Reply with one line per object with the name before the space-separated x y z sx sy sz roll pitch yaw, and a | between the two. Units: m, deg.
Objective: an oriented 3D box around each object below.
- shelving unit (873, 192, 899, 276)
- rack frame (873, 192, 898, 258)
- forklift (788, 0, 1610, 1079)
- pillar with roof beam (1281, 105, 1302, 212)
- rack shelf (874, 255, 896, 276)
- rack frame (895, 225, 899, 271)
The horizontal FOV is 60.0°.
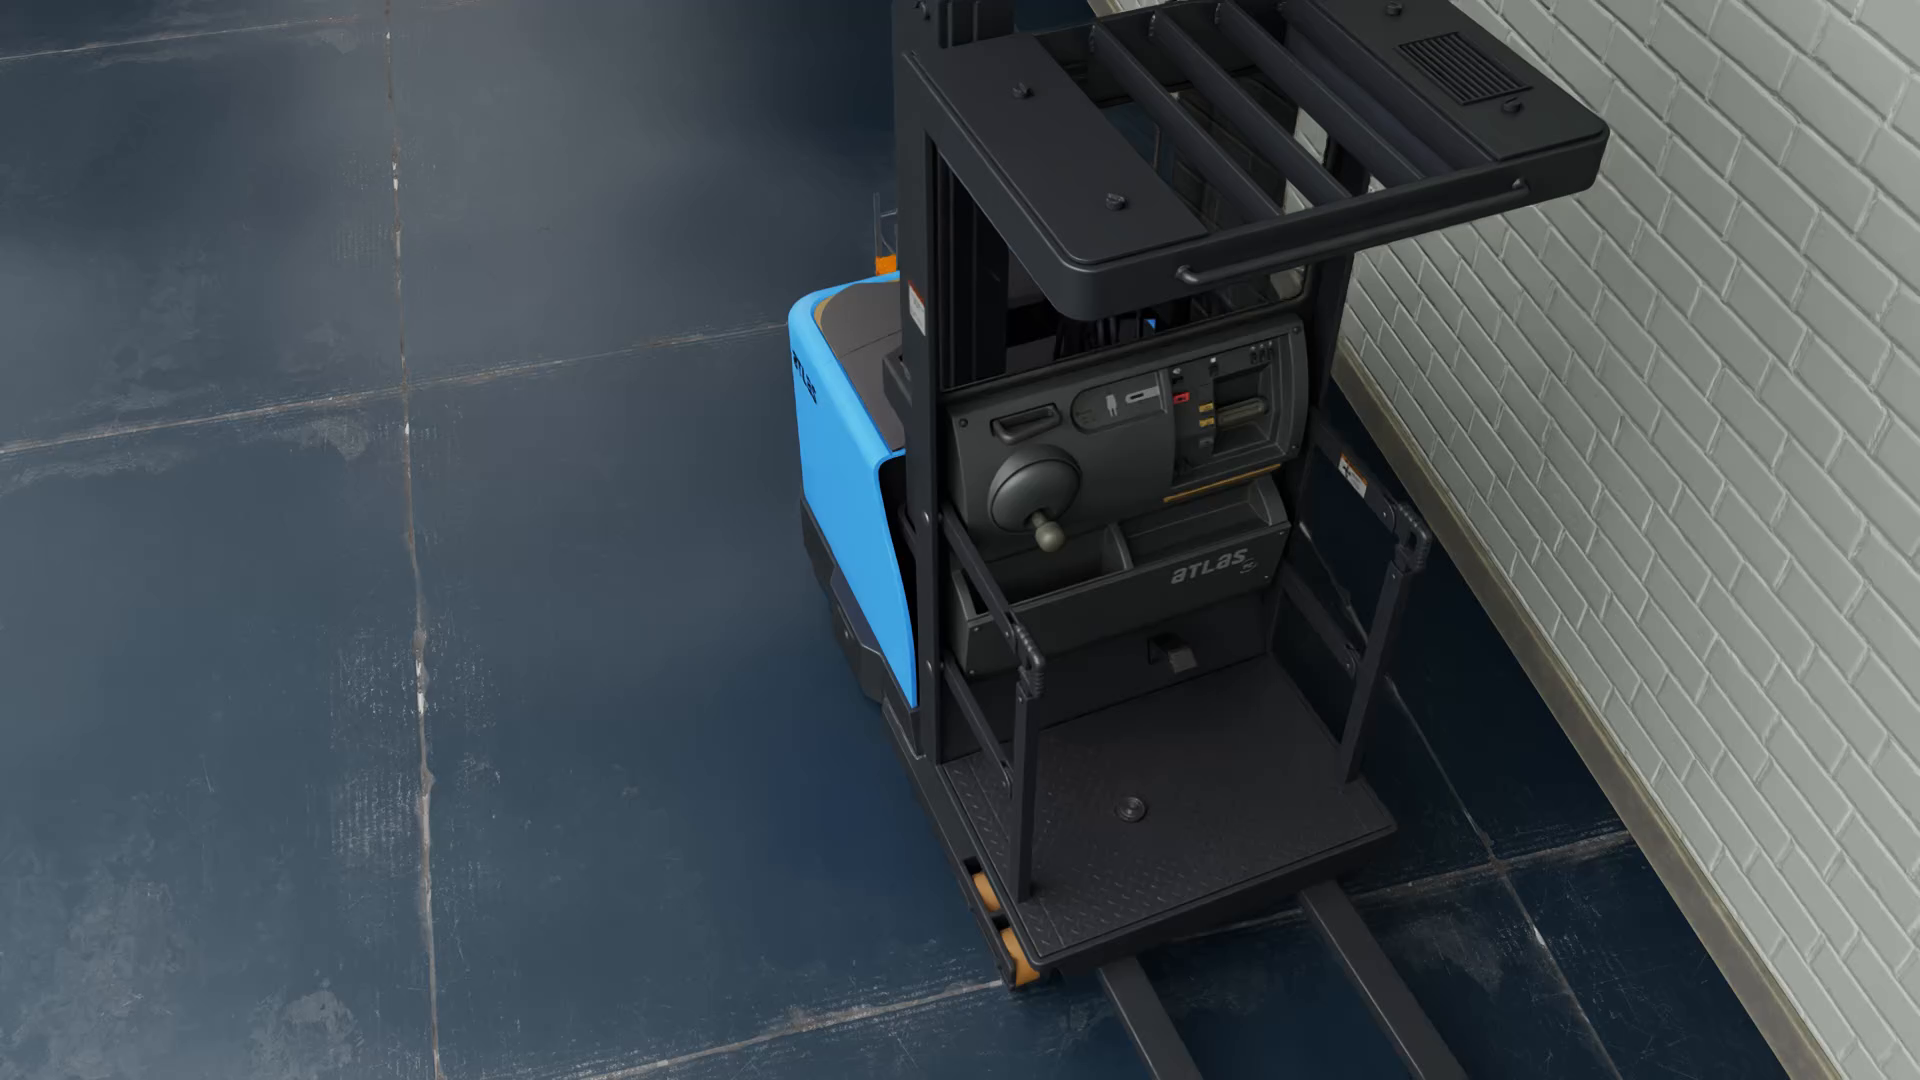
shelving unit | -0.120 -0.616 5.514 0.258 1.200 0.189 -17 48 -16
rack frame | -0.155 -0.677 5.573 0.240 1.200 0.006 -17 48 -16
forklift | 0.507 -0.161 3.856 1.130 2.935 3.031 -17 48 -16
pillar with roof beam | -3.067 -3.552 2.930 9.100 9.000 0.400 -11 47 -10
rack shelf | -0.120 -0.837 5.289 0.258 0.103 0.180 -17 48 -16
rack frame | -0.085 -0.556 5.455 0.240 1.200 0.006 -17 48 -16
